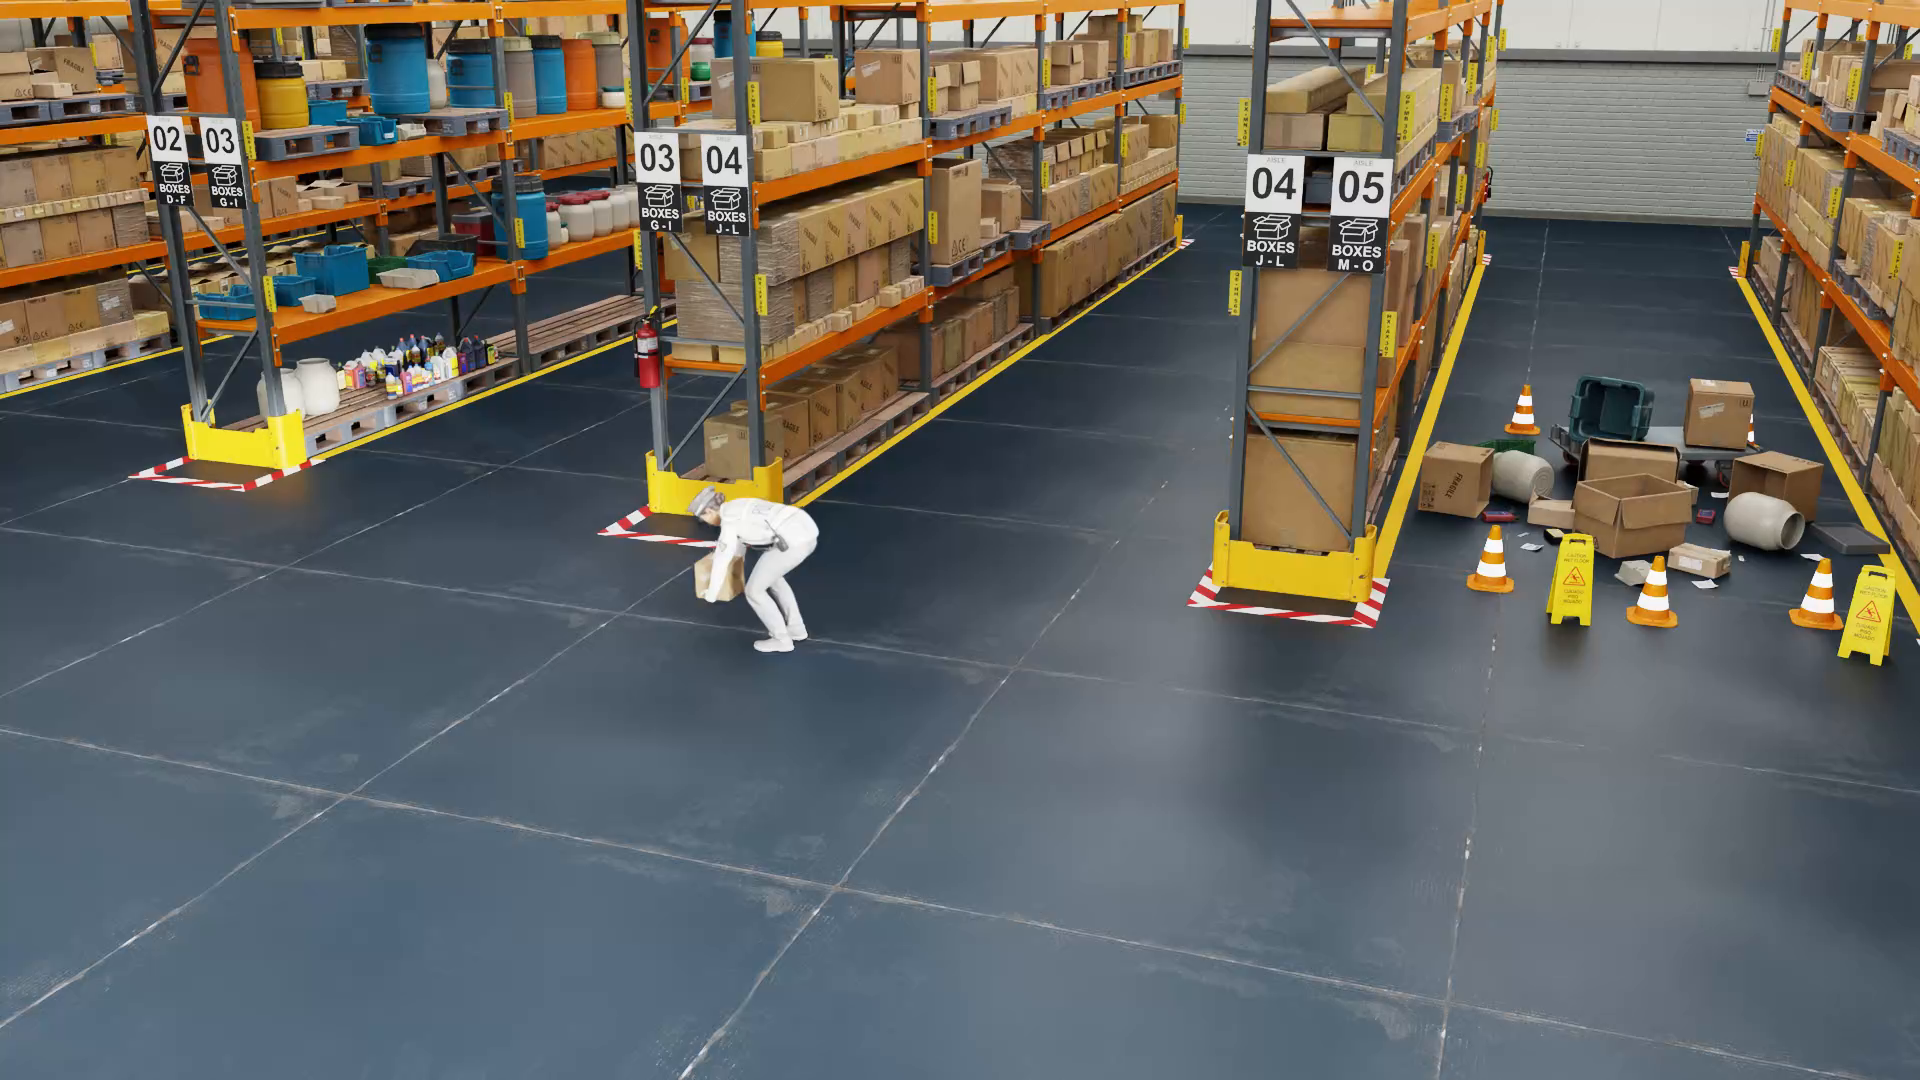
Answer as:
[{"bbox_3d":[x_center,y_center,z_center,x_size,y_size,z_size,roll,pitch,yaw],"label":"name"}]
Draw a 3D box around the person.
[{"bbox_3d":[-1.422,0.179,11.408,0.919,1.106,0.449,5,20,16],"label":"person"}]
